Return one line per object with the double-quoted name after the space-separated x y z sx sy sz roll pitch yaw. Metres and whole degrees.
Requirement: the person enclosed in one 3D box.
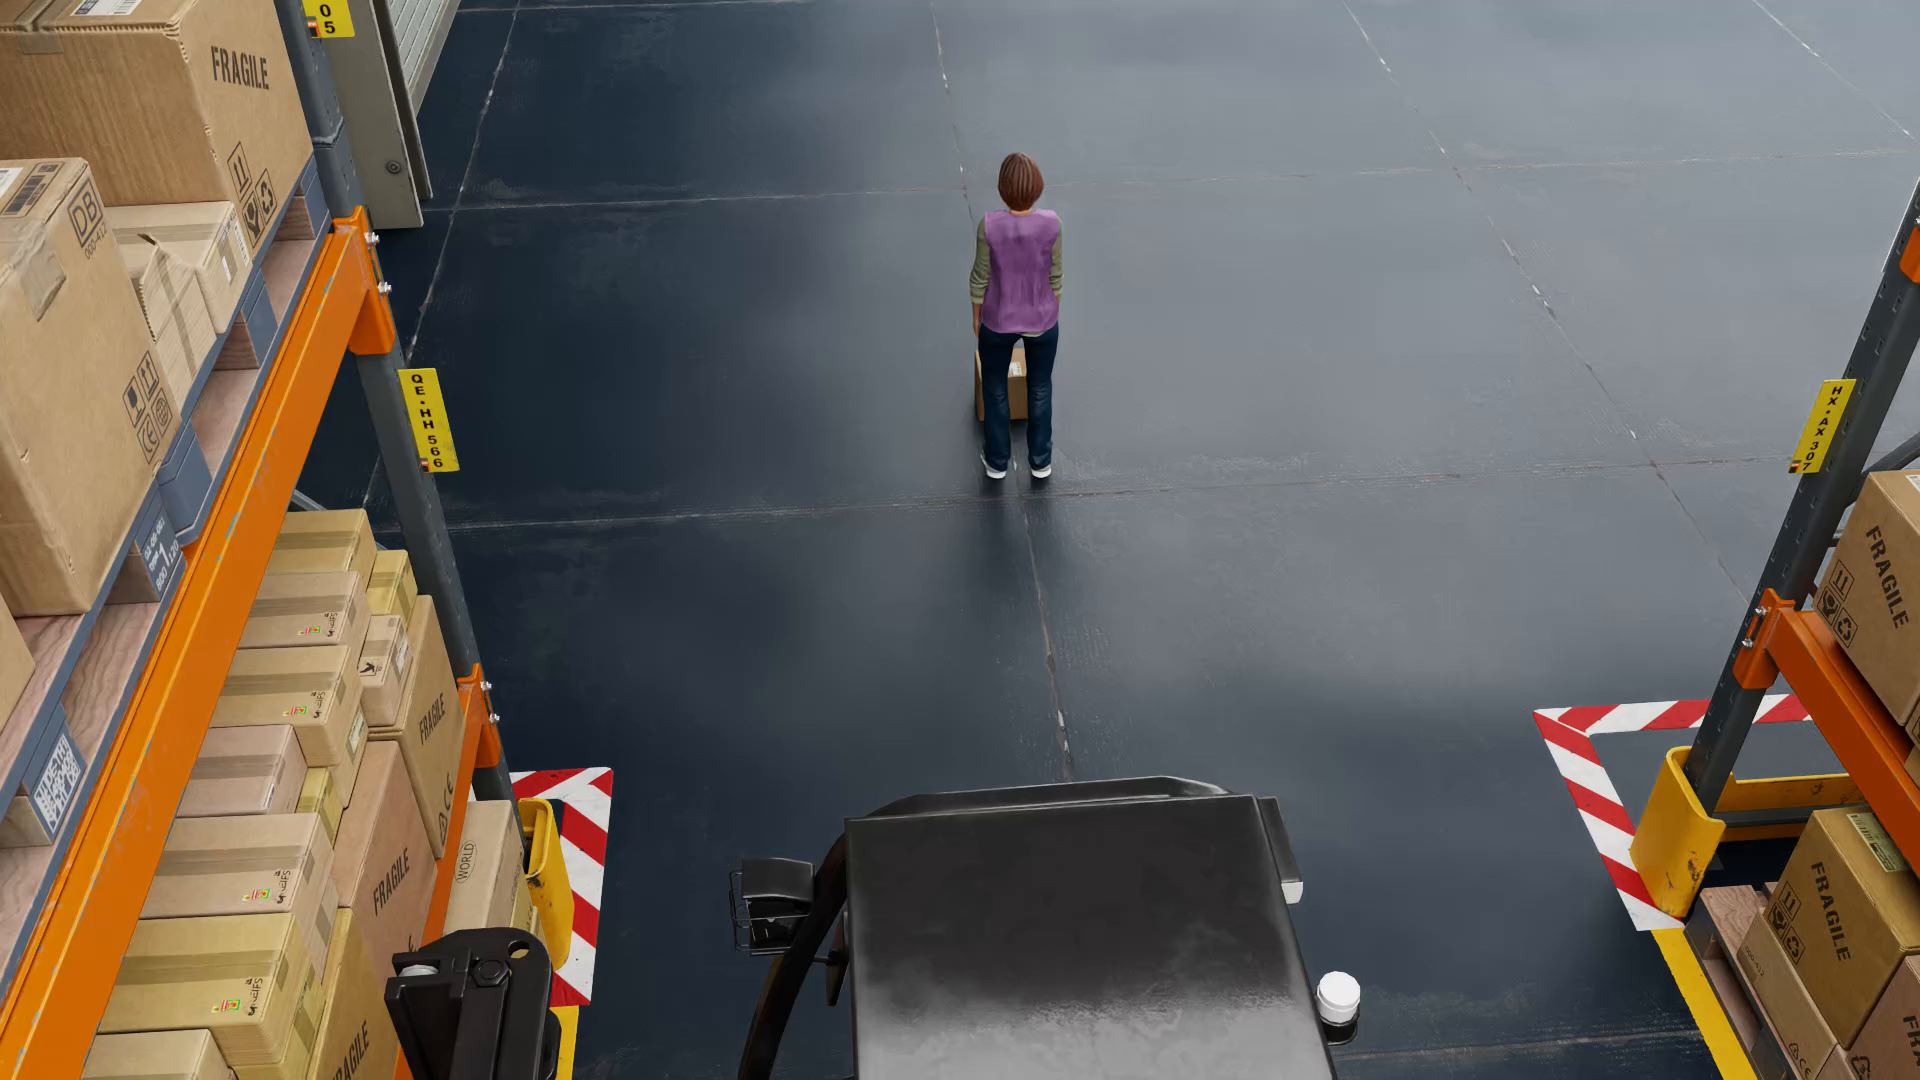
0.244 -0.962 7.330 0.391 1.592 0.304 -2 40 -3 "person"
